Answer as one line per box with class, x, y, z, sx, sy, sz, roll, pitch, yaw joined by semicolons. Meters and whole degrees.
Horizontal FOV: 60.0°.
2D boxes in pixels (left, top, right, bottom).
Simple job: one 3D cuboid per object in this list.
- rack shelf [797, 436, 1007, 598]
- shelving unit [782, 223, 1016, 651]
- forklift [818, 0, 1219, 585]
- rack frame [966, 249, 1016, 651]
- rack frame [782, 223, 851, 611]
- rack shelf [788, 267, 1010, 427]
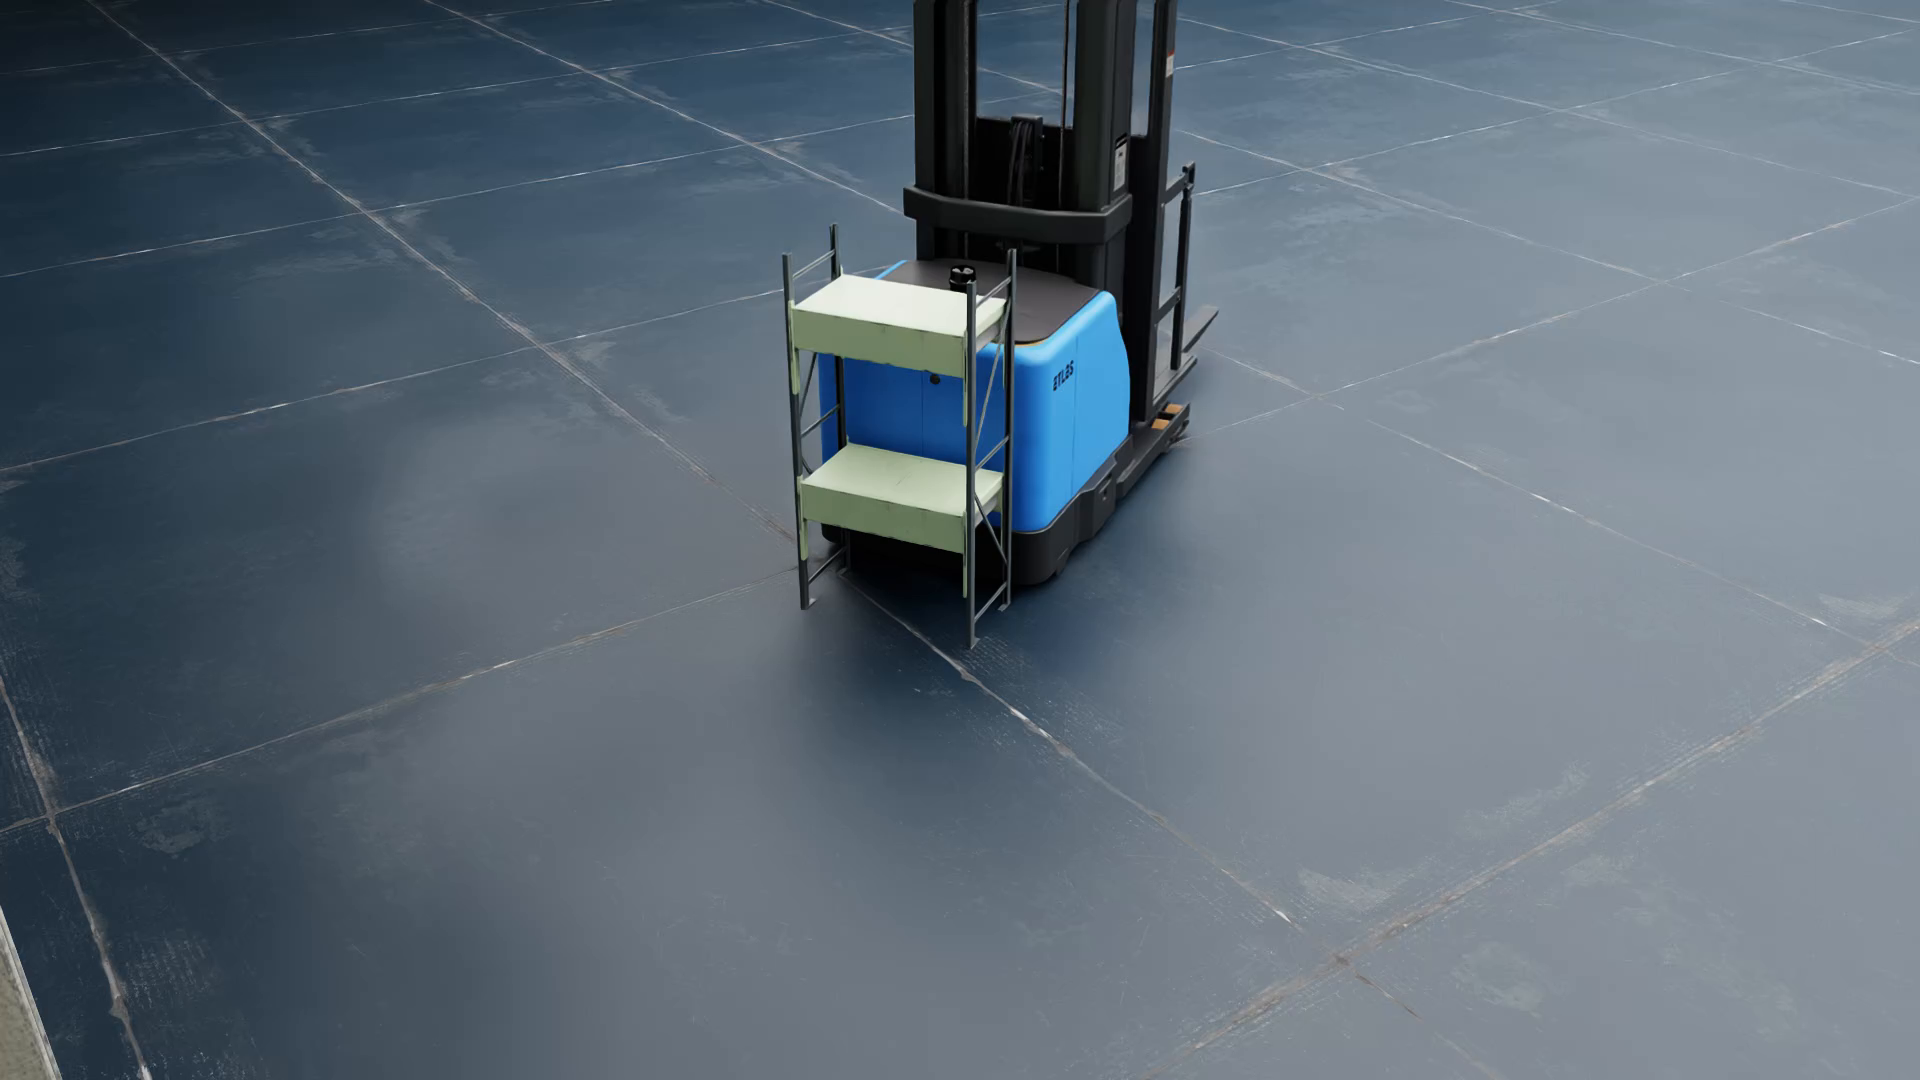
rack shelf;-0.220;-0.102;6.556;0.720;0.370;0.431;12;31;21
shelving unit;-0.220;-0.388;6.400;0.755;1.500;0.431;12;31;21
forklift;0.481;-1.785;7.472;1.130;2.935;3.031;12;31;22
rack frame;0.114;-0.317;6.268;0.023;1.500;0.400;12;31;21
rack frame;-0.553;-0.460;6.532;0.023;1.500;0.400;12;31;21
rack shelf;-0.220;-0.731;6.214;0.720;0.370;0.431;12;31;21
